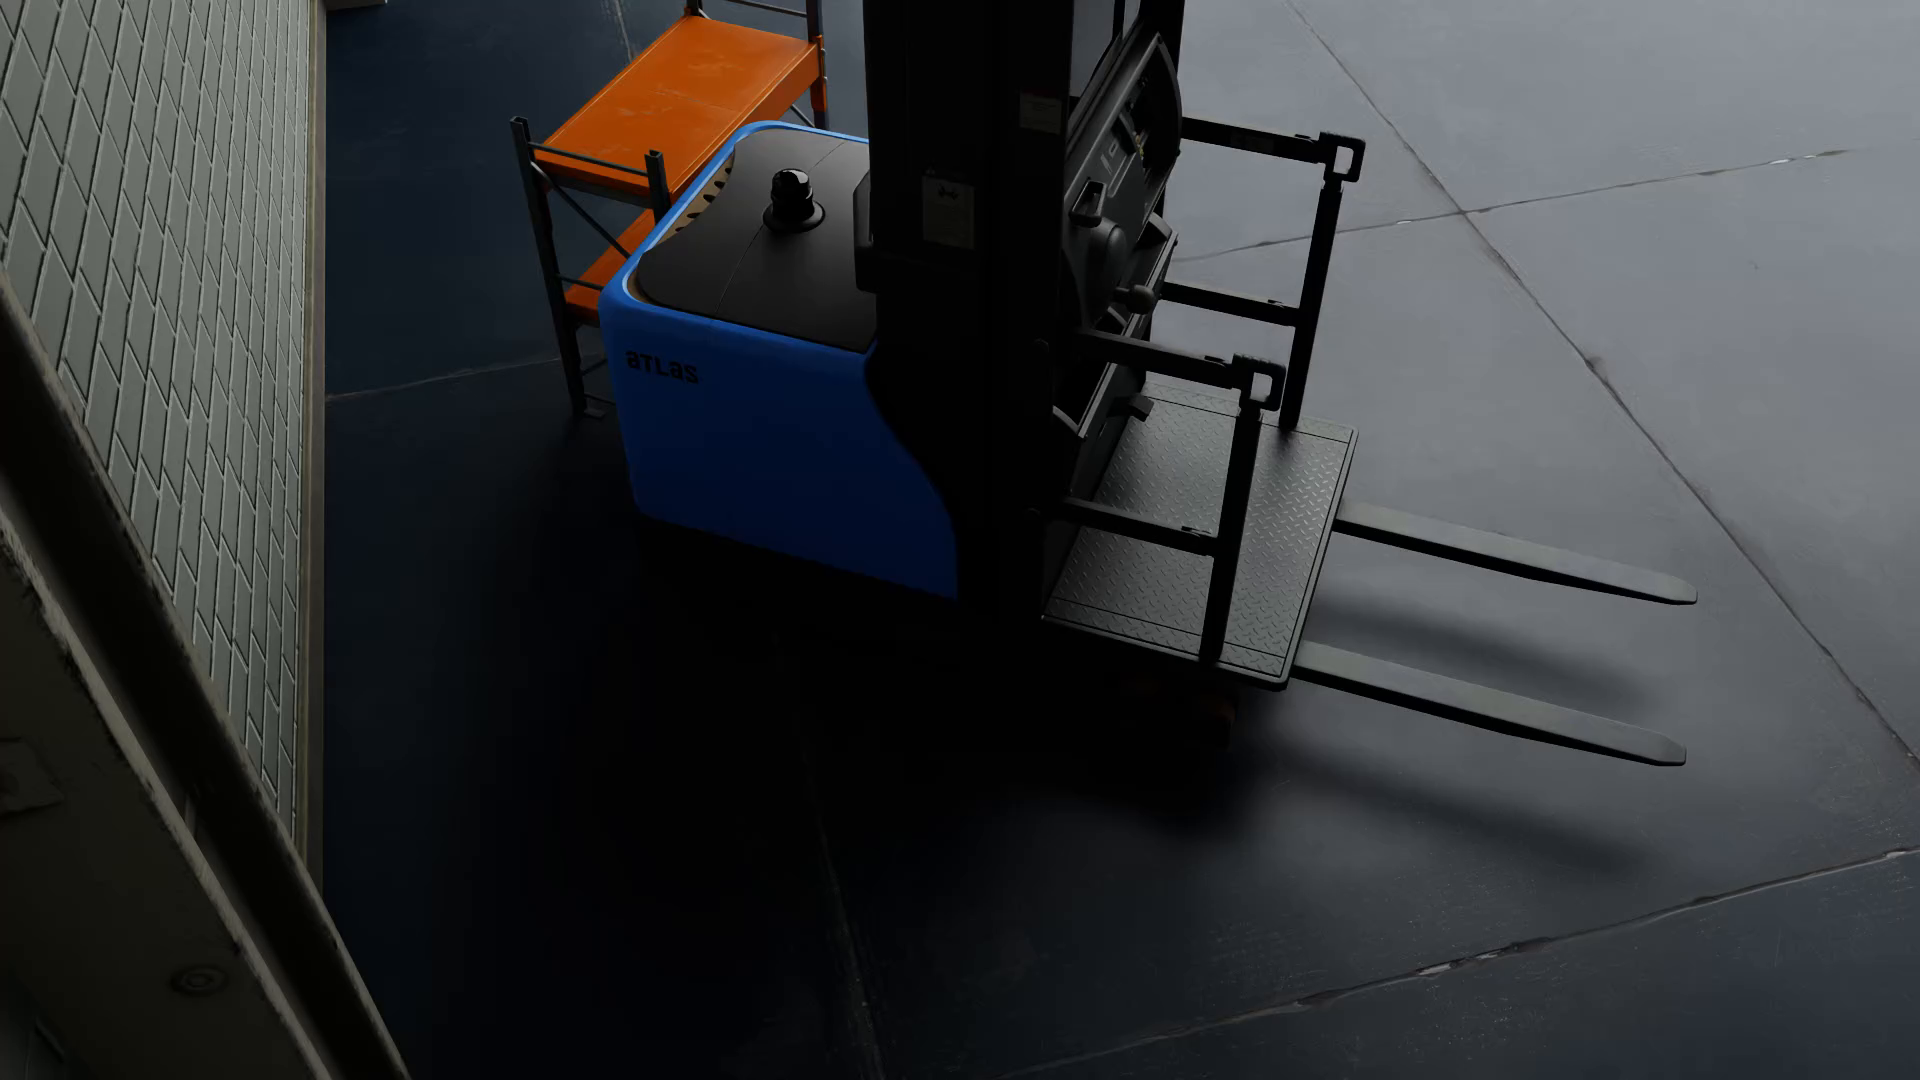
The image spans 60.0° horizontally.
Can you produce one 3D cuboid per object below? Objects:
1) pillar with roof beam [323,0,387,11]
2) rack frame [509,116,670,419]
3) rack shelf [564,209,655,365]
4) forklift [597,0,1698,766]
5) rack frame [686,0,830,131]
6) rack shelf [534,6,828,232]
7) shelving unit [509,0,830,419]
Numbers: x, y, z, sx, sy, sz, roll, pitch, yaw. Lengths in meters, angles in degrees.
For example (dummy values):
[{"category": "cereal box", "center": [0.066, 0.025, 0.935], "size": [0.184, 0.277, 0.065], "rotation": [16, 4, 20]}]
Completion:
[{"category": "pillar with roof beam", "center": [1.314, -6.524, 5.343], "size": [9.100, 9.000, 0.400], "rotation": [-11, 47, -10]}, {"category": "rack frame", "center": [-1.088, -0.777, 5.224], "size": [0.500, 1.125, 0.032], "rotation": [17, 48, 16]}, {"category": "rack shelf", "center": [-0.888, -0.940, 5.726], "size": [0.538, 0.278, 1.000], "rotation": [17, 48, 16]}, {"category": "forklift", "center": [0.592, -0.873, 4.053], "size": [3.031, 2.935, 1.130], "rotation": [15, 47, 14]}, {"category": "rack frame", "center": [-0.688, -1.445, 5.878], "size": [0.500, 1.125, 0.032], "rotation": [17, 48, 16]}, {"category": "rack shelf", "center": [-0.888, -1.316, 5.342], "size": [0.538, 0.278, 1.000], "rotation": [17, 48, 16]}, {"category": "shelving unit", "center": [-0.888, -1.111, 5.551], "size": [0.538, 1.125, 1.048], "rotation": [17, 48, 16]}]
